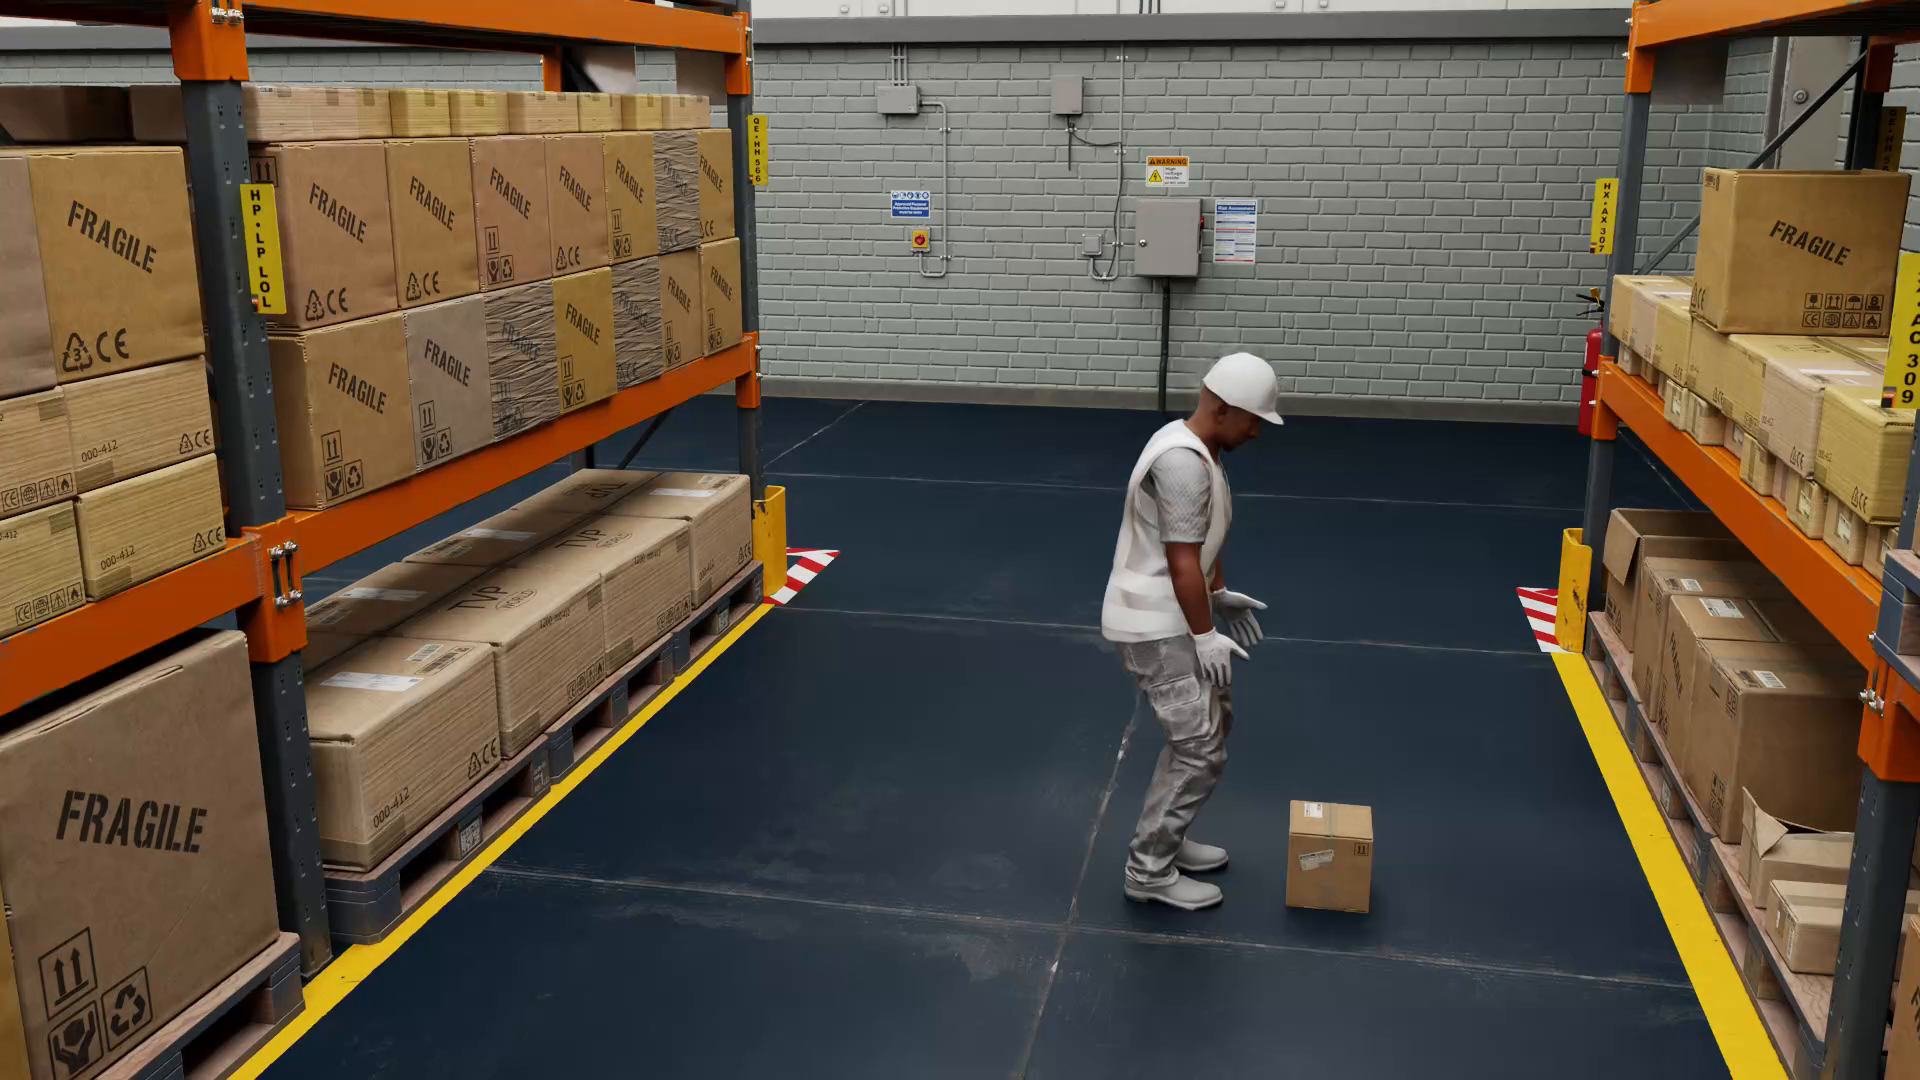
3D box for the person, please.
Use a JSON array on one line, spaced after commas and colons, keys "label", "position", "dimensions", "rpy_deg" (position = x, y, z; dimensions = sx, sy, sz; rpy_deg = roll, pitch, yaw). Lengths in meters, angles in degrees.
[{"label": "person", "position": [0.705, 0.262, 5.139], "dimensions": [0.517, 1.695, 0.584], "rpy_deg": [3, 15, 13]}]
